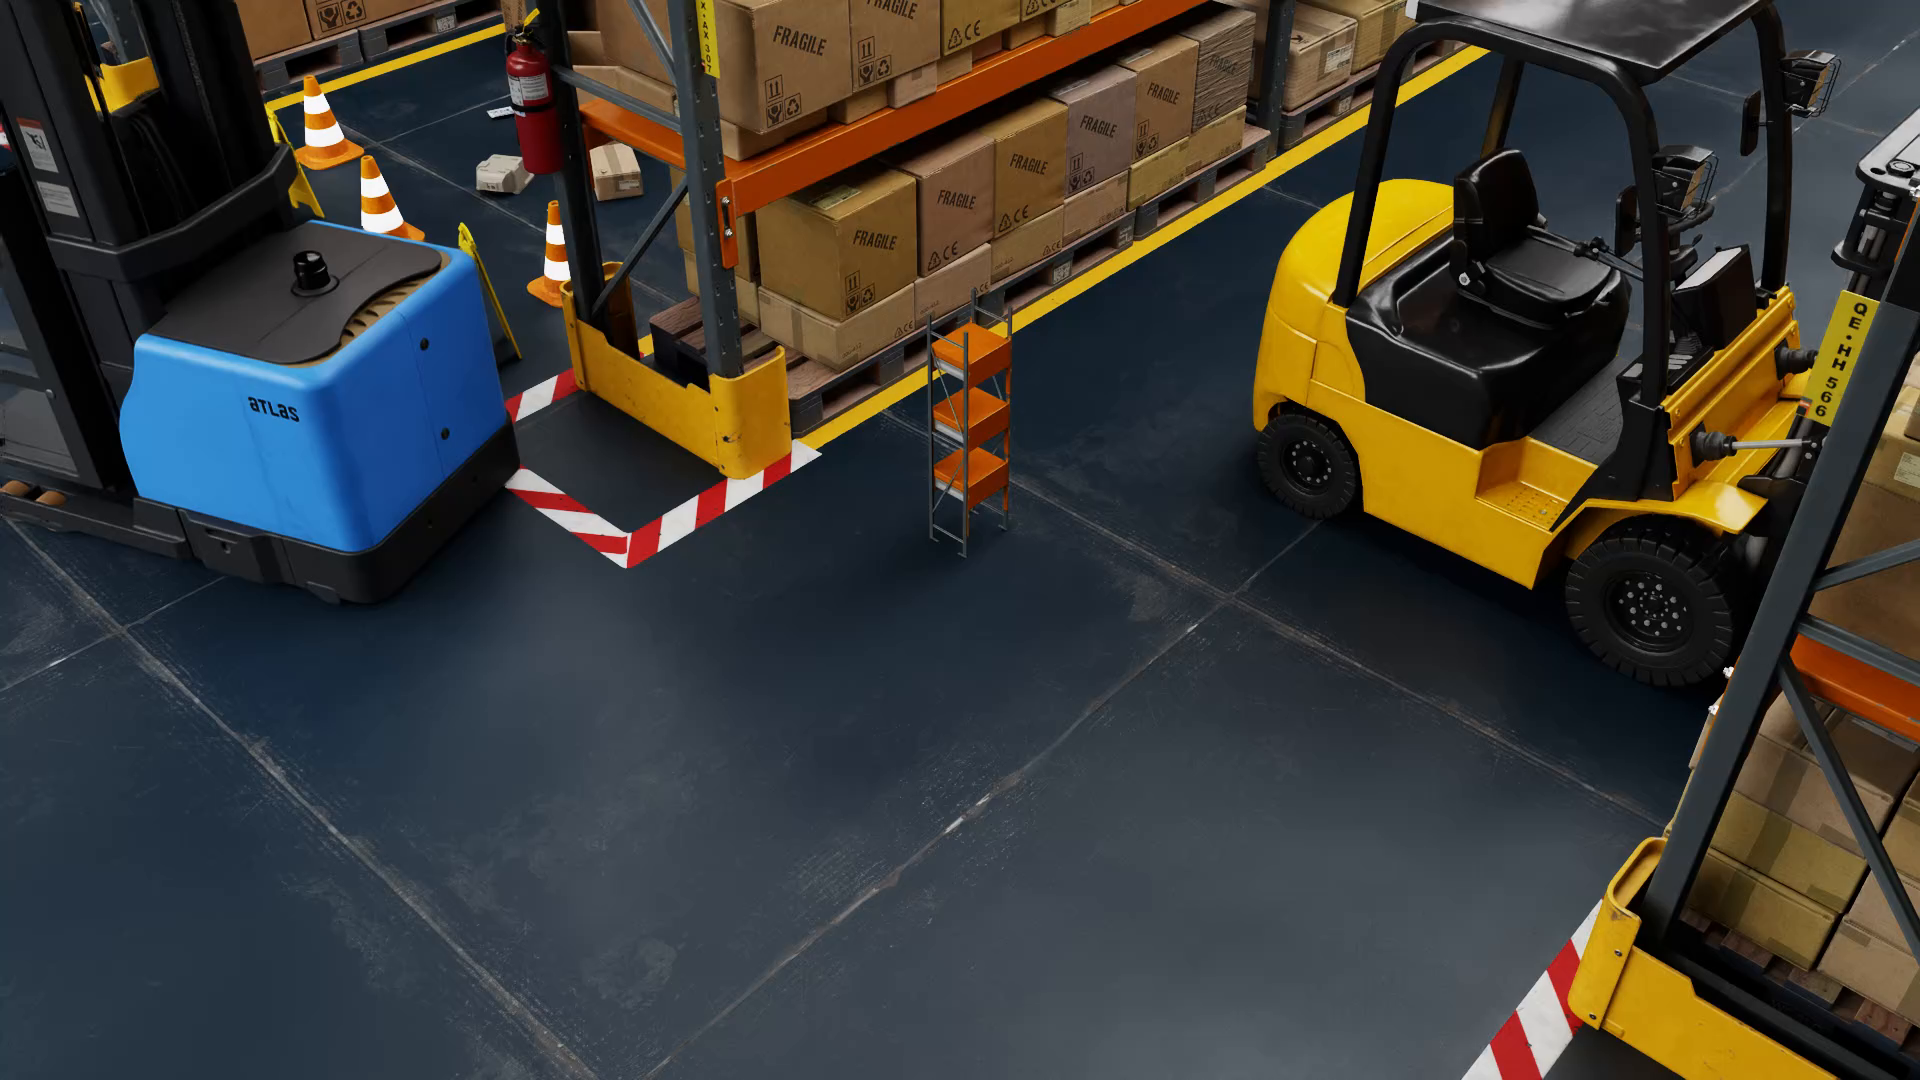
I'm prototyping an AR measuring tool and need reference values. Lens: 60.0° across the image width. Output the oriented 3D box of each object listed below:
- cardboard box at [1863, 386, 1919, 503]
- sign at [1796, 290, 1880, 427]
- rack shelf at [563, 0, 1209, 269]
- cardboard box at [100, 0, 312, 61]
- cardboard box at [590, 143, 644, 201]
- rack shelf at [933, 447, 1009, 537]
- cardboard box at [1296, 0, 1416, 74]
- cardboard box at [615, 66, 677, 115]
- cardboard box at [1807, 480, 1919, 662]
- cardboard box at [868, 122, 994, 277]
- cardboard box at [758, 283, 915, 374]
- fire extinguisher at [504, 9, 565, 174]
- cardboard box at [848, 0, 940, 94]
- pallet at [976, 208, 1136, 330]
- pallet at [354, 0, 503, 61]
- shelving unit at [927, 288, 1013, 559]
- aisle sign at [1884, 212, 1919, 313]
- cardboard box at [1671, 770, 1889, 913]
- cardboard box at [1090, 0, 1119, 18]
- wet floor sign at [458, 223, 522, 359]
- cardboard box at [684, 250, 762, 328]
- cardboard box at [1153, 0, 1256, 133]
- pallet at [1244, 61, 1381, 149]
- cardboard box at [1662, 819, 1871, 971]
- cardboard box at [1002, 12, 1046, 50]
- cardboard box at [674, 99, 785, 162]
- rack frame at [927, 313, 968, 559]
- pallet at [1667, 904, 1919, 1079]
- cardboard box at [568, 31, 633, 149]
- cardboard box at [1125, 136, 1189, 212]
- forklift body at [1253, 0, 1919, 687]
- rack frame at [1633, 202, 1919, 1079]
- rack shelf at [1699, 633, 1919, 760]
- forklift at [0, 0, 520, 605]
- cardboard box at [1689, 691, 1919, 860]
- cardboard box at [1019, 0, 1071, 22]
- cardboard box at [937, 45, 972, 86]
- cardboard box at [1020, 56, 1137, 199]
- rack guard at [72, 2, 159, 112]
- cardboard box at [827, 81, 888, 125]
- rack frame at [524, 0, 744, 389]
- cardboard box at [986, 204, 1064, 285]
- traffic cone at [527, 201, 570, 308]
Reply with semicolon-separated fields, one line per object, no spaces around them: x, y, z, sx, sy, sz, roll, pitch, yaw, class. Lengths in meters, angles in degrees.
2.390;-0.190;3.978;0.380;0.149;0.250;30;48;32;cardboard box
1.972;-0.400;3.723;0.100;0.325;0.005;30;47;32;sign
0.046;-2.340;7.861;1.077;0.370;4.000;30;47;32;rack shelf
-4.617;-3.407;9.994;0.875;0.875;0.875;30;47;32;cardboard box
-1.911;-2.037;9.192;0.250;0.149;0.380;-11;40;-14;cardboard box
0.036;-0.210;6.634;0.215;0.259;0.240;30;47;32;rack shelf
2.230;-3.250;10.201;0.625;0.372;0.950;-31;48;-33;cardboard box
-1.209;-1.866;6.888;0.380;0.149;0.250;31;48;33;cardboard box
2.501;0.004;4.254;0.500;0.500;0.500;29;47;31;cardboard box
-0.190;-1.592;7.611;0.500;0.500;0.500;28;46;30;cardboard box
-0.555;-1.045;7.526;0.500;0.250;0.500;29;47;32;cardboard box
-1.721;-1.813;6.683;0.296;0.674;0.183;30;47;32;fire extinguisher
-0.432;-2.199;6.786;0.500;0.500;0.500;31;48;33;cardboard box
0.145;-1.562;8.545;1.003;0.211;1.213;30;47;32;pallet
-3.721;-3.601;11.109;1.003;0.211;1.213;30;47;32;pallet
0.036;-0.435;6.454;0.215;1.050;0.252;30;47;32;shelving unit
2.102;-0.731;3.170;0.394;0.787;0.004;30;47;32;aisle sign
2.461;0.741;4.878;0.500;0.250;0.500;29;47;31;cardboard box
0.526;-2.593;7.803;0.380;0.149;0.250;29;47;31;cardboard box
-2.221;-1.143;7.669;0.232;0.644;0.267;-18;42;-21;wet floor sign
-0.940;-1.286;7.829;0.500;0.250;0.500;29;47;32;cardboard box
1.194;-2.538;8.800;0.500;0.500;0.500;29;47;31;cardboard box
1.919;-2.807;10.111;1.003;0.211;1.213;30;47;32;pallet
2.447;0.943;5.026;0.500;0.250;0.500;30;47;32;cardboard box
0.166;-2.369;7.521;0.380;0.149;0.250;28;46;31;cardboard box
-0.921;-1.674;6.646;0.380;0.149;0.250;30;47;32;cardboard box
-0.046;-0.379;6.384;0.200;1.050;0.008;30;47;32;rack frame
2.848;1.102;5.194;1.003;0.211;1.213;30;47;32;pallet
-1.987;-2.596;9.610;0.797;0.503;0.637;2;39;2;cardboard box
0.843;-1.995;8.721;0.500;0.250;0.500;28;46;31;cardboard box
2.296;-0.925;6.185;2.313;2.155;1.214;30;47;32;forklift body
2.363;0.380;3.862;1.000;3.000;0.127;30;47;32;rack frame
3.712;-0.257;5.242;1.077;0.370;4.000;30;47;32;rack shelf
-3.429;-1.472;6.246;3.031;2.935;1.130;13;40;16;forklift
2.444;0.558;4.707;0.500;0.250;0.500;31;48;33;cardboard box
0.248;-2.670;7.379;0.500;0.500;0.500;29;47;31;cardboard box
-0.168;-2.114;7.200;0.380;0.149;0.250;31;48;33;cardboard box
0.509;-2.068;8.210;0.500;0.500;0.500;-31;48;-33;cardboard box
-5.042;-2.745;9.801;1.175;0.500;0.348;30;47;32;rack guard
-0.523;-1.883;6.910;0.380;0.149;0.250;28;46;31;cardboard box
-1.303;-1.703;6.481;1.000;3.000;0.127;30;47;32;rack frame
0.154;-1.533;8.139;0.500;0.250;0.500;-31;48;-33;cardboard box
-1.965;-1.449;8.200;0.336;0.463;0.334;30;47;32;traffic cone
